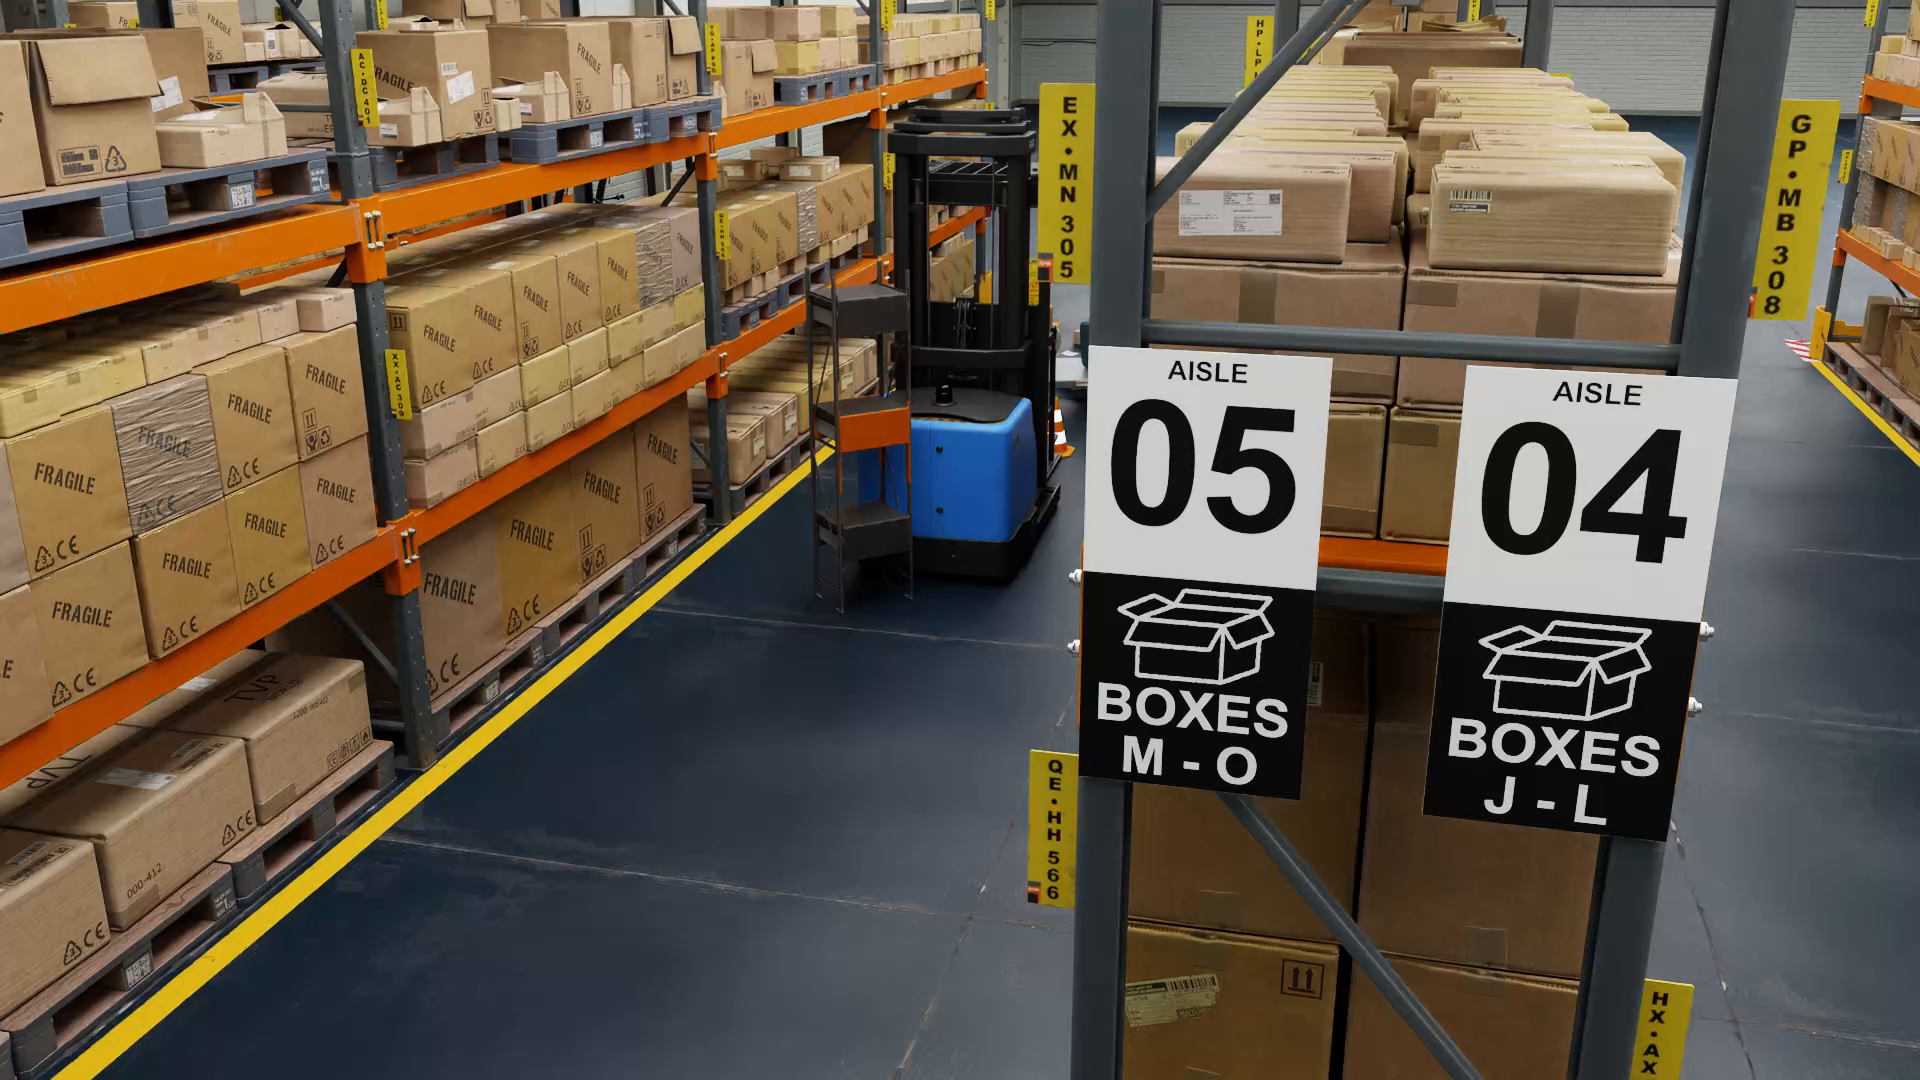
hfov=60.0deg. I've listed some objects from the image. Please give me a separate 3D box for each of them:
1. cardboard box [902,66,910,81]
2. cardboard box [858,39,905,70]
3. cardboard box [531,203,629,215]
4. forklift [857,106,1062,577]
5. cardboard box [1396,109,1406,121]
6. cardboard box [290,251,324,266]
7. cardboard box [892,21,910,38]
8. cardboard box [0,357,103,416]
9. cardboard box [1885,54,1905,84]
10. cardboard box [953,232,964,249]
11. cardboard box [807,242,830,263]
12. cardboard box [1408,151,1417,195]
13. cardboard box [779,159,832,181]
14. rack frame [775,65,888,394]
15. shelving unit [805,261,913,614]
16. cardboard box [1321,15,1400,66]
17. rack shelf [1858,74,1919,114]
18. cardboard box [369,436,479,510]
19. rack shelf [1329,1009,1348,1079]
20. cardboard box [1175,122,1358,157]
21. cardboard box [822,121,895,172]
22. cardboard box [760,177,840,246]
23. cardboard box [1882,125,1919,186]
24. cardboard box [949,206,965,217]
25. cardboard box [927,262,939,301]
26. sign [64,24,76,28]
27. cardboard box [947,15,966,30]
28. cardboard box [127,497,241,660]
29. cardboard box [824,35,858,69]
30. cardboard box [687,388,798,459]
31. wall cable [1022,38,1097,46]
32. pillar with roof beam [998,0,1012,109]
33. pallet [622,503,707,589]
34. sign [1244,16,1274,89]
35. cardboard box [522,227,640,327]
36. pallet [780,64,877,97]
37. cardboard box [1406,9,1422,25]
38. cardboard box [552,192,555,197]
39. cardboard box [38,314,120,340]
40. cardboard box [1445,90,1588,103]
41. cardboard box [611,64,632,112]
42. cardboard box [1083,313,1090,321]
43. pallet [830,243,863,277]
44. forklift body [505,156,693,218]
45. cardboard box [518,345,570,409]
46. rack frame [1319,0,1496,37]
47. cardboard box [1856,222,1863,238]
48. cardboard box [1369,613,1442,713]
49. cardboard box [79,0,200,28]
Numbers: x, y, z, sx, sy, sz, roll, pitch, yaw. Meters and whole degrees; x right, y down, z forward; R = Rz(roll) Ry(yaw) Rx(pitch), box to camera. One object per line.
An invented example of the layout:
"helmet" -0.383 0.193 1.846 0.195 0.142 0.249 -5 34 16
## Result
"cardboard box" -0.695 -4.440 15.794 0.380 0.149 0.250 5 20 15
"cardboard box" -0.807 -4.427 15.140 0.500 0.250 0.500 4 19 12
"cardboard box" -2.515 -1.953 11.064 0.500 0.500 0.500 4 19 12
"forklift" 0.135 -1.586 11.796 1.130 2.935 3.031 4 19 12
"cardboard box" 1.340 -1.408 5.988 0.500 0.250 0.500 5 20 15
"cardboard box" -6.132 -2.652 15.043 0.500 0.250 0.500 5 19 14
"cardboard box" -0.678 -4.739 15.434 0.380 0.149 0.250 4 19 12
"cardboard box" -3.320 -0.546 5.941 0.380 0.149 0.250 5 19 13
"cardboard box" 8.919 -4.349 15.370 0.500 0.250 0.500 4 19 12
"cardboard box" -0.170 -3.243 17.982 0.380 0.149 0.250 5 20 15
"cardboard box" -1.301 -2.400 13.812 0.380 0.149 0.250 5 19 13
"cardboard box" 1.456 -0.883 4.451 0.500 0.250 0.500 4 19 11
"cardboard box" -1.274 -3.048 13.703 0.380 0.149 0.250 4 19 11
"rack frame" -1.180 -2.822 15.308 1.000 3.000 0.127 5 19 13
"shelving unit" -0.616 -0.627 10.276 0.503 2.100 0.431 -10 21 -28
"cardboard box" 2.151 -2.688 8.938 0.396 0.266 0.258 5 19 13
"rack shelf" 8.918 -3.745 14.484 1.077 0.370 4.000 5 19 13
"cardboard box" -2.771 -0.360 8.334 0.500 0.250 0.500 4 19 12
"rack shelf" 1.201 1.012 5.197 1.077 0.370 4.000 5 19 13
"cardboard box" 0.686 -0.844 3.719 0.380 0.149 0.250 5 19 14
"cardboard box" -0.862 -3.604 15.436 0.700 0.500 0.500 4 19 13
"cardboard box" -1.322 -2.729 13.772 0.500 0.500 0.500 5 20 15
"cardboard box" 8.759 -3.490 15.104 0.500 0.500 0.500 5 19 13
"cardboard box" -0.158 -3.573 17.895 0.380 0.149 0.250 5 19 14
"cardboard box" -0.526 -2.569 17.012 0.500 0.500 0.500 6 20 16
"sign" -6.446 -3.580 12.086 0.100 0.325 0.005 5 19 13
"cardboard box" -0.144 -5.465 17.561 0.380 0.149 0.250 4 19 13
"cardboard box" -3.229 0.124 6.528 0.500 0.500 0.500 4 19 13
"cardboard box" -1.182 -4.175 14.210 0.500 0.250 0.500 4 19 12
"cardboard box" -1.837 -0.932 13.190 0.950 0.372 0.625 4 19 12
"wall cable" 3.271 -15.911 49.152 3.097 2.526 0.112 5 19 13
"pillar with roof beam" 5.443 -16.221 45.257 9.100 9.000 0.400 5 19 13
"pallet" -2.423 -0.007 11.383 1.003 0.211 1.213 5 19 13
"sign" 1.151 -1.848 6.408 0.100 0.325 0.005 5 19 13
"cardboard box" -2.275 -1.589 9.998 0.500 0.500 0.500 5 19 13
"pallet" -1.434 -3.967 14.312 1.213 0.211 1.003 5 19 13
"cardboard box" 4.280 -4.645 14.974 0.500 0.250 0.500 4 19 13
"cardboard box" -5.018 -4.177 19.121 0.500 0.500 0.500 5 20 15
"cardboard box" -3.652 -0.825 6.758 0.380 0.149 0.250 5 19 13
"cardboard box" 1.588 -1.202 4.767 0.380 0.149 0.250 5 19 13
"cardboard box" -2.154 -2.663 9.762 0.396 0.266 0.258 4 19 12
"cardboard box" 1.603 -1.914 16.303 0.797 0.637 0.503 5 19 13
"pallet" -1.508 -2.503 14.672 1.003 0.211 1.213 5 19 13
"forklift body" -3.711 -3.326 18.099 2.313 2.155 1.214 5 19 13
"cardboard box" -2.504 -0.917 9.191 0.500 0.250 0.500 5 19 14
"rack frame" 2.667 -4.048 9.616 1.000 3.000 0.127 5 19 13
"cardboard box" 9.026 -3.027 16.297 0.380 0.149 0.250 5 19 13
"cardboard box" 1.197 0.359 3.834 0.500 0.500 0.500 5 20 15
"cardboard box" -6.532 -4.046 13.292 0.700 0.500 0.500 4 19 12
